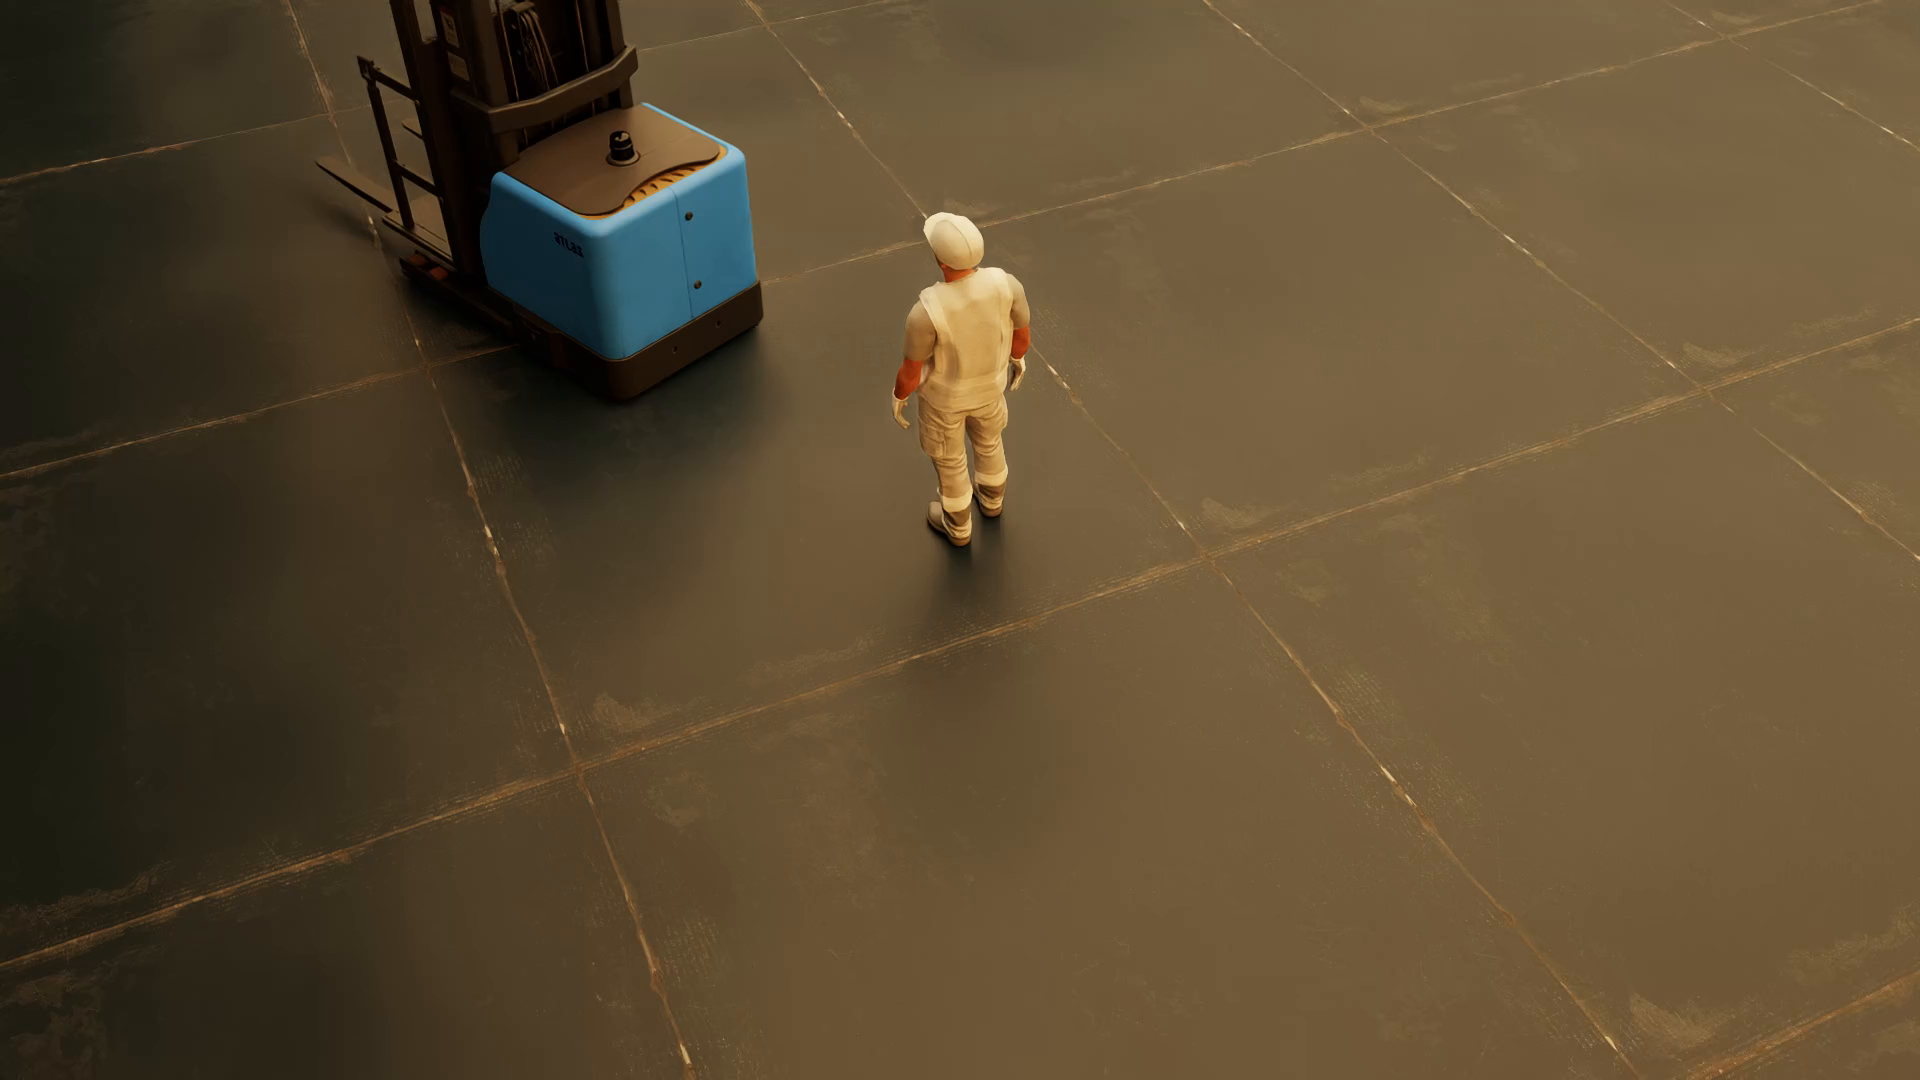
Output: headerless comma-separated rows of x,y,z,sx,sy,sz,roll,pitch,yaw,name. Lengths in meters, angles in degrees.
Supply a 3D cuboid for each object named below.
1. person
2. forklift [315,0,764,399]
-0.023,-0.712,7.270,0.638,1.787,0.564,-18,46,-18,person
-2.503,-2.664,8.534,3.031,2.935,1.130,31,51,29,forklift
